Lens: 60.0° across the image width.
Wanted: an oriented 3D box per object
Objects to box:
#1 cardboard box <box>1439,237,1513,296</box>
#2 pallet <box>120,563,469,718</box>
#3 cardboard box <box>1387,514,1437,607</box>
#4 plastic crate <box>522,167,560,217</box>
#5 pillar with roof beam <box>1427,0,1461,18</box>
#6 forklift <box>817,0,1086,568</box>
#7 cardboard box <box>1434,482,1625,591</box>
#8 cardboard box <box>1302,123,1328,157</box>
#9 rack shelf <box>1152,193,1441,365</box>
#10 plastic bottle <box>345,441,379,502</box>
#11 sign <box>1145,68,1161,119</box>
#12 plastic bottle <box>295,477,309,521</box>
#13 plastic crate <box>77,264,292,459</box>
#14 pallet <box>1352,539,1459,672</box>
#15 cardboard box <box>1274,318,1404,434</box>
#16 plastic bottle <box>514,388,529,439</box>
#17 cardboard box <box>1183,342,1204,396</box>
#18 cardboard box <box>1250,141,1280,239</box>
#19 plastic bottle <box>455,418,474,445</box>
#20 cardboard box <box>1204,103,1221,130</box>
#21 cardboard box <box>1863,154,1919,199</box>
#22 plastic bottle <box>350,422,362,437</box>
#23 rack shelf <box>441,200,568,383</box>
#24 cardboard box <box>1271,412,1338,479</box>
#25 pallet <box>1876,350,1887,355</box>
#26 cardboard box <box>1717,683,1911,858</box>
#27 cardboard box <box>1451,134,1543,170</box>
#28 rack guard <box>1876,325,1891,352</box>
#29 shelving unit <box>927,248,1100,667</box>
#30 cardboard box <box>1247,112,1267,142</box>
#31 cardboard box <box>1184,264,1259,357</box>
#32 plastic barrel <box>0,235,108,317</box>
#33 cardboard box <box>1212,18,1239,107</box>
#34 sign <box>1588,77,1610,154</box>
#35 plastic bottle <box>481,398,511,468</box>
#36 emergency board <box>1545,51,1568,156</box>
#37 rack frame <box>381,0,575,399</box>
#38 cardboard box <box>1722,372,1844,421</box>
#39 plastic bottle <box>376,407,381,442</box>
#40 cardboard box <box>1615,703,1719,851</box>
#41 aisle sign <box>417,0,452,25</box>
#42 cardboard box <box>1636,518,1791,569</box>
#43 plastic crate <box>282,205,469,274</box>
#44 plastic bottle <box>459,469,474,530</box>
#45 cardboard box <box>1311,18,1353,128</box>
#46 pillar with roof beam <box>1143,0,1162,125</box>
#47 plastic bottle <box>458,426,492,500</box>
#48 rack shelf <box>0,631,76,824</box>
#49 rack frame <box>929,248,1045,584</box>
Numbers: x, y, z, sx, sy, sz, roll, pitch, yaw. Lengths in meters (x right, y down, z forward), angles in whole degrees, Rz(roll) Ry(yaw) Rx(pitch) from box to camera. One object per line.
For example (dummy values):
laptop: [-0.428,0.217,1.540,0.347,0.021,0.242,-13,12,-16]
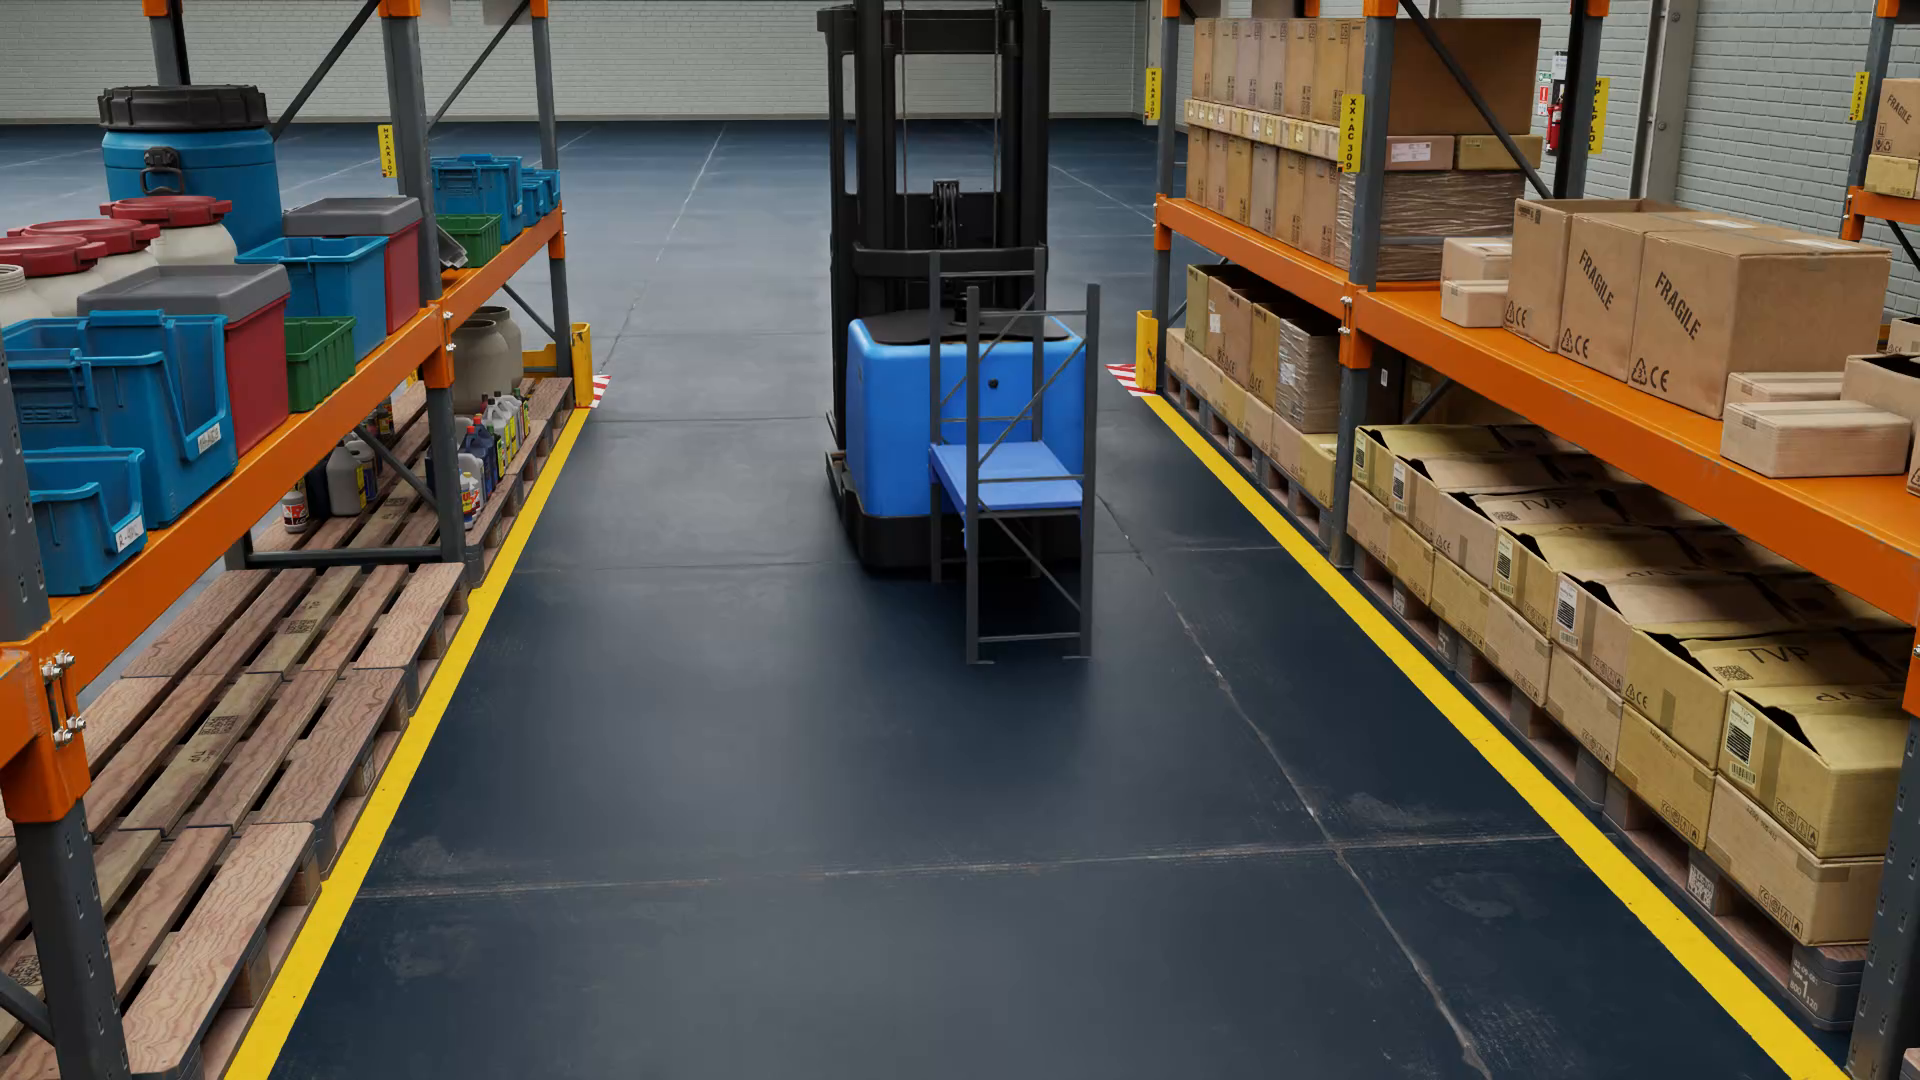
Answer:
cardboard box: [2.336,-1.107,6.946,0.500,0.250,0.500,-1,17,-2]
pallet: [-2.566,0.391,6.578,1.003,0.211,1.213,-2,18,-6]
cardboard box: [2.088,0.068,6.843,0.500,0.250,0.500,-1,17,-4]
plastic crate: [-2.749,-2.153,10.275,0.499,0.251,0.616,-2,18,-6]
pillar with roof beam: [2.169,-8.792,21.160,9.100,9.000,0.400,-2,18,-6]
forklift: [-0.141,-1.671,8.606,1.130,2.935,3.031,-3,18,-8]
cardboard box: [2.138,-0.046,6.268,0.500,0.311,0.500,-2,18,-7]
cardboard box: [1.920,-1.985,8.243,0.380,0.149,0.250,-2,18,-6]
rack shelf: [2.036,-1.576,9.392,1.077,0.370,4.000,-2,18,-6]
plastic bottle: [-2.914,-0.335,8.048,0.152,0.276,0.135,-2,18,-6]
sign: [1.277,-2.951,10.992,0.100,0.325,0.005,-2,18,-6]
plastic bottle: [-3.063,-0.219,7.667,0.061,0.283,0.133,-1,17,-3]
plastic crate: [-2.135,-0.502,4.660,0.402,0.464,0.583,-2,18,-6]
pallet: [2.357,0.225,7.108,1.003,0.211,1.213,-2,18,-6]
cardboard box: [1.937,-0.851,8.517,0.500,0.500,0.500,-2,18,-6]
plastic bottle: [-2.442,-0.710,9.230,0.061,0.283,0.133,-1,17,-4]
cardboard box: [1.719,-1.089,10.526,0.500,0.250,0.500,-2,18,-6]
cardboard box: [2.027,-1.963,9.254,0.700,0.500,0.500,-1,17,-4]
plastic bottle: [-2.564,-0.506,8.595,0.152,0.276,0.135,-2,18,-6]
cardboard box: [1.710,-2.596,10.189,0.380,0.149,0.250,-2,18,-5]
cardboard box: [6.491,-2.453,11.198,0.500,0.250,0.500,-2,18,-7]
plastic bottle: [-3.105,-0.467,8.470,0.152,0.276,0.135,-1,17,-5]
rack shelf: [-2.892,-1.425,8.908,1.077,0.370,4.000,-2,18,-6]
cardboard box: [1.935,-0.493,8.629,0.500,0.250,0.500,-2,18,-6]
pallet: [6.813,-1.074,11.244,1.003,0.211,1.213,-2,18,-6]
cardboard box: [2.355,0.563,4.328,0.500,0.311,0.500,-1,17,-4]
cardboard box: [2.407,-1.767,7.548,0.380,0.149,0.250,-2,18,-6]
rack guard: [6.764,-1.454,11.975,1.175,0.500,0.348,-2,18,-6]
shelving unit: [0.196,-0.381,6.887,0.538,1.500,1.048,-3,18,-8]
cardboard box: [1.813,-2.291,9.218,0.380,0.149,0.250,-2,18,-5]
cardboard box: [1.717,-1.446,10.414,0.500,0.500,0.500,-2,18,-6]
plastic barrel: [-2.685,-0.597,4.845,0.433,0.535,0.433,0,17,0]
cardboard box: [1.930,-2.870,9.980,0.700,0.500,0.500,-2,18,-7]
sign: [2.781,-1.858,7.287,0.100,0.325,0.005,-2,18,-6]
plastic bottle: [-2.419,-0.554,8.622,0.144,0.351,0.185,-2,18,-6]
emergency board: [6.853,-5.013,19.137,0.194,1.169,0.643,-2,18,-6]
rack frame: [-3.098,-2.364,10.698,1.000,3.000,0.127,-2,18,-6]
cardboard box: [2.467,-0.390,4.832,0.380,0.149,0.250,0,17,-2]
plastic bottle: [-3.216,-0.660,9.071,0.061,0.283,0.133,-1,17,-5]
cardboard box: [2.301,0.677,4.903,0.500,0.250,0.500,-2,18,-6]
aisle sign: [-3.397,-3.616,10.348,0.394,0.787,0.004,-2,18,-6]
cardboard box: [2.726,0.085,5.851,0.500,0.311,0.500,-2,18,-6]
plastic crate: [-2.613,-1.302,7.421,0.767,0.338,0.504,-2,18,-6]
plastic bottle: [-2.282,-0.189,7.590,0.097,0.271,0.097,0,17,0]
cardboard box: [2.136,-2.273,8.077,0.700,0.500,0.500,-2,18,-6]
pillar with roof beam: [0.313,-14.155,38.242,9.100,9.000,0.400,-2,18,-6]
plastic bottle: [-2.356,-0.371,8.040,0.144,0.351,0.185,-1,17,-4]
rack shelf: [-2.067,0.959,1.316,1.077,0.370,4.000,-2,18,-6]
rack frame: [0.118,-0.532,7.367,0.500,1.500,0.032,-3,18,-8]
